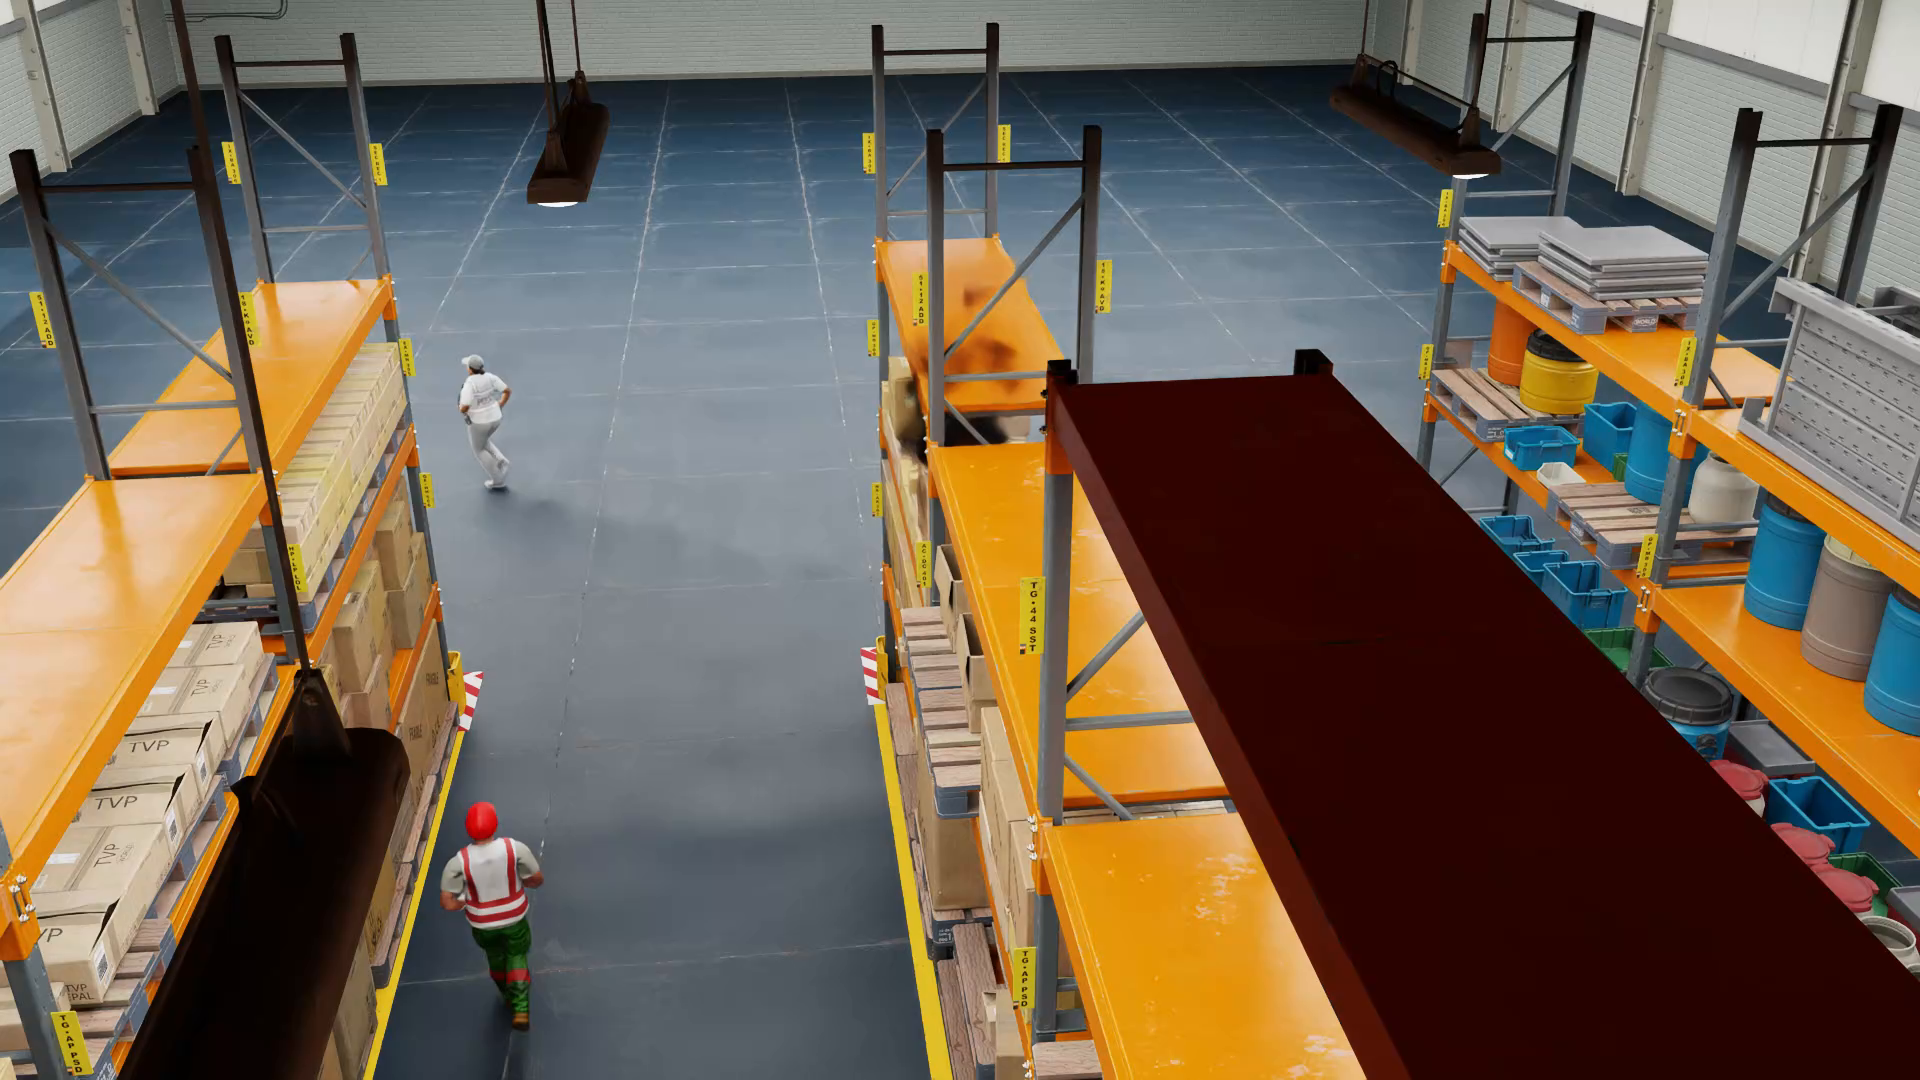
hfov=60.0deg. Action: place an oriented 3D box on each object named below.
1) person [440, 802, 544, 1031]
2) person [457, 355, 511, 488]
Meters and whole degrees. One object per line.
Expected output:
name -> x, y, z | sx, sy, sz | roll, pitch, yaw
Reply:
person -> -3.103, 2.526, 11.137 | 0.667, 1.763, 0.860 | -8, 27, -15
person -> -5.645, -1.415, 19.575 | 0.583, 1.629, 0.592 | 13, 28, 25
